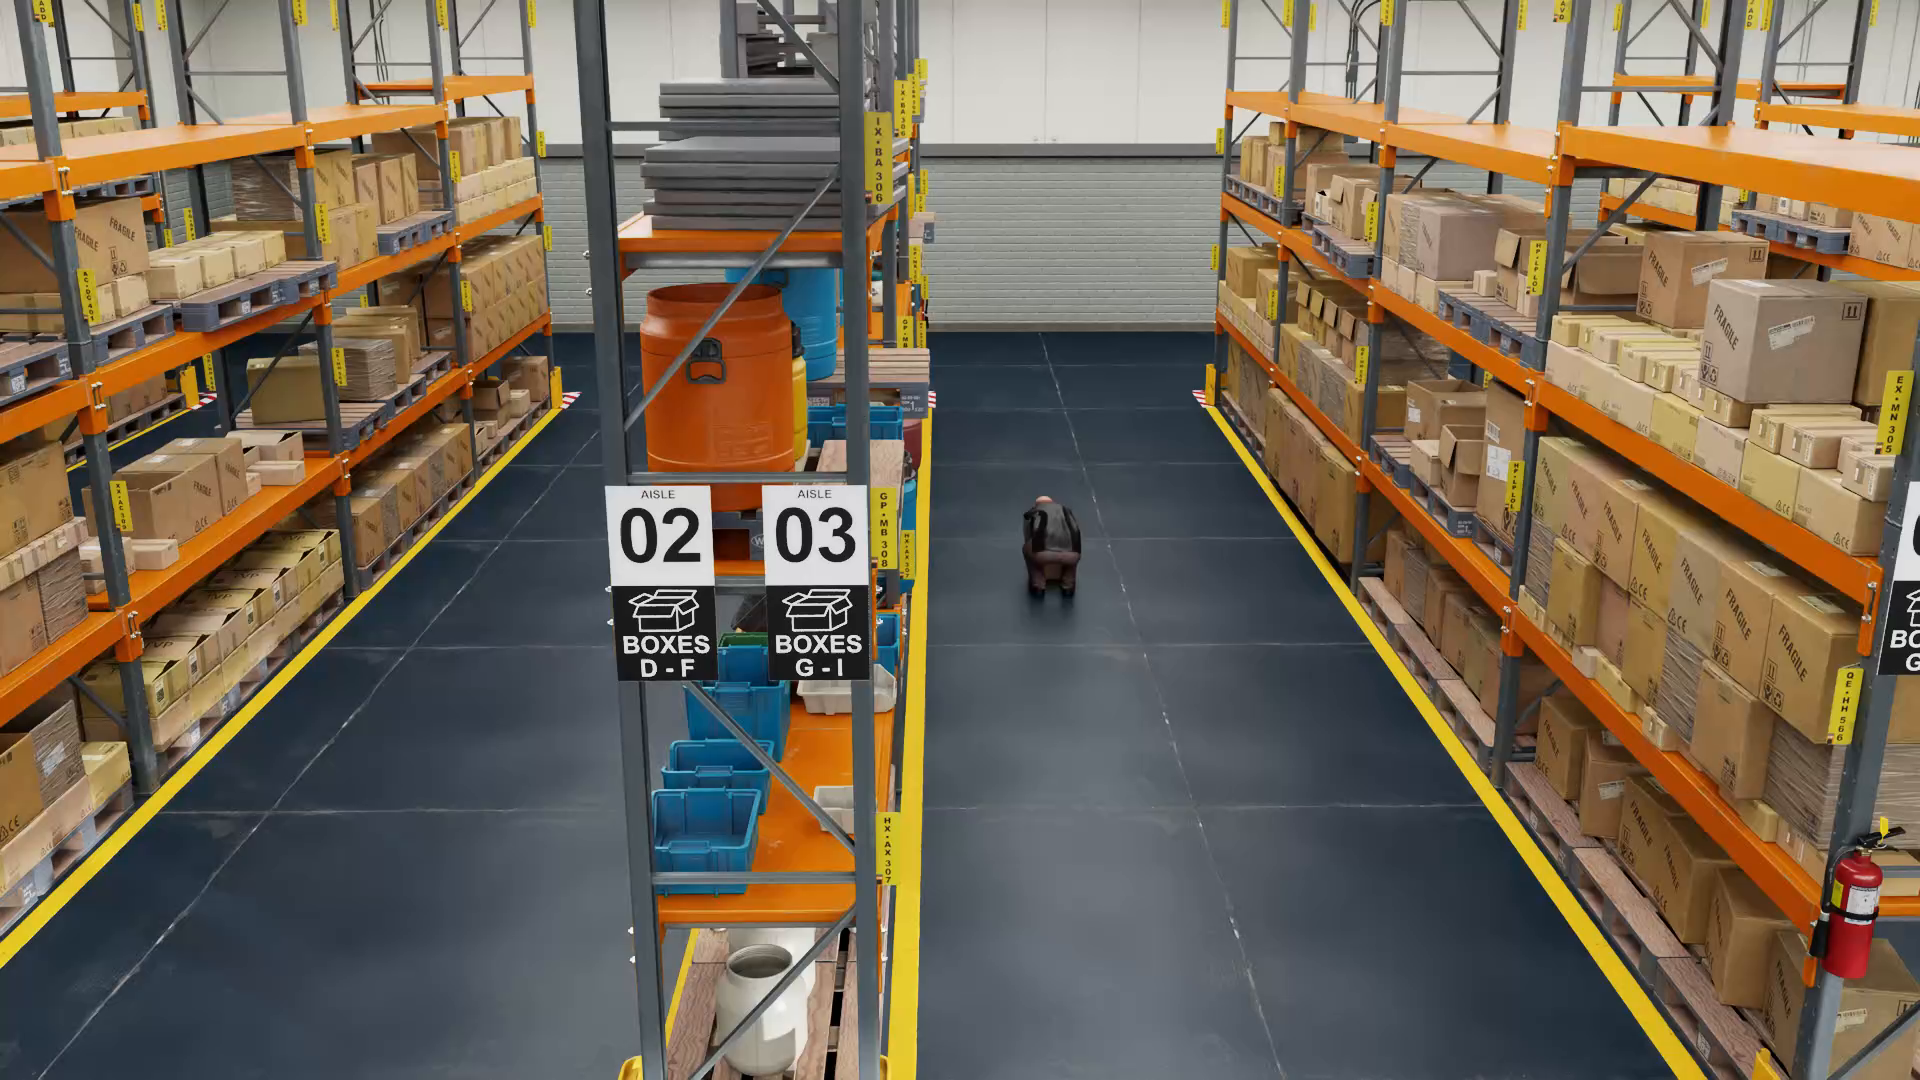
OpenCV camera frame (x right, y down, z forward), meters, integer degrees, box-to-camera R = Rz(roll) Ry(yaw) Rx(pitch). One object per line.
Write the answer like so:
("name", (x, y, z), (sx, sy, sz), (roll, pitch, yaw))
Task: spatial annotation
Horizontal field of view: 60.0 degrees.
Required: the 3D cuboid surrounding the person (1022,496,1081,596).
("person", (0.825, 0.085, 15.063), (0.516, 0.815, 0.924), (-1, 17, -2))
